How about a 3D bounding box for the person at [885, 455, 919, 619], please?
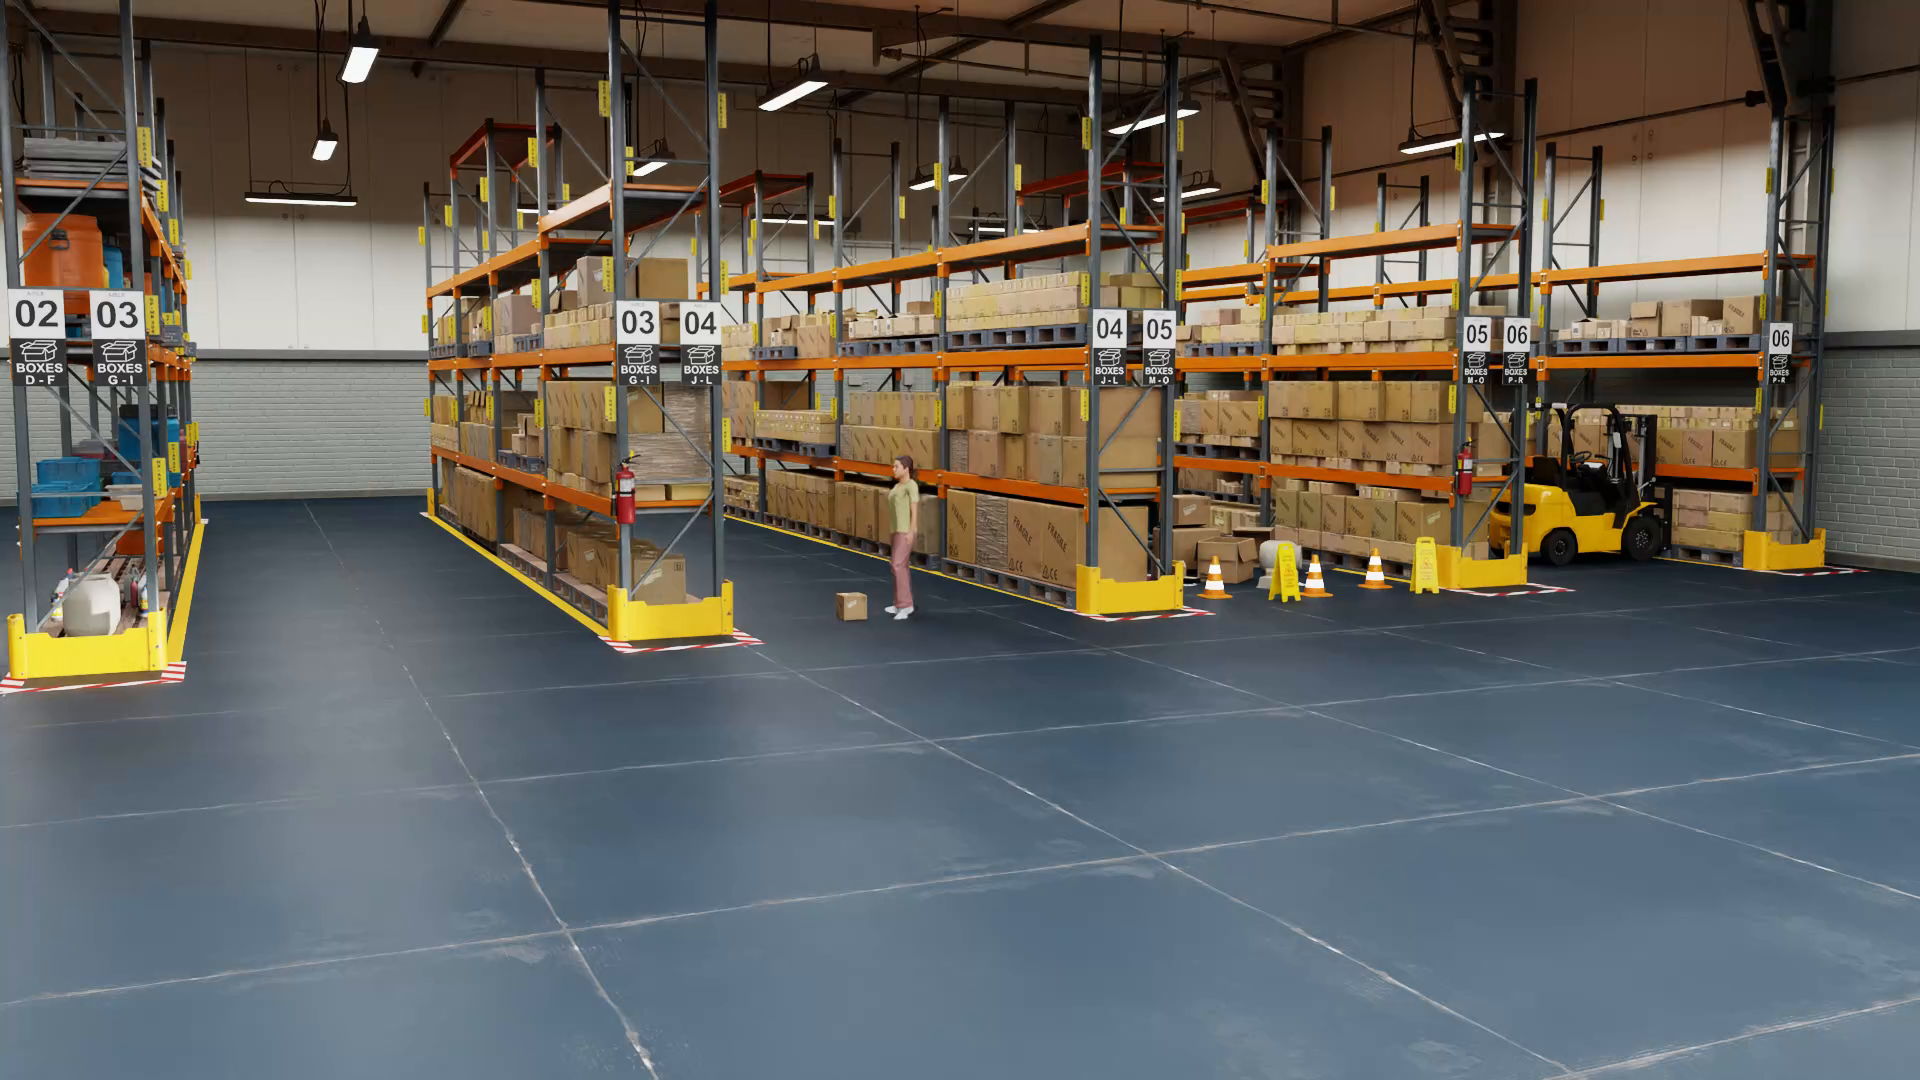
[{"bbox_3d":[-0.601,-0.031,17.419,0.401,1.717,0.501,-3,6,-25],"label":"person"}]
